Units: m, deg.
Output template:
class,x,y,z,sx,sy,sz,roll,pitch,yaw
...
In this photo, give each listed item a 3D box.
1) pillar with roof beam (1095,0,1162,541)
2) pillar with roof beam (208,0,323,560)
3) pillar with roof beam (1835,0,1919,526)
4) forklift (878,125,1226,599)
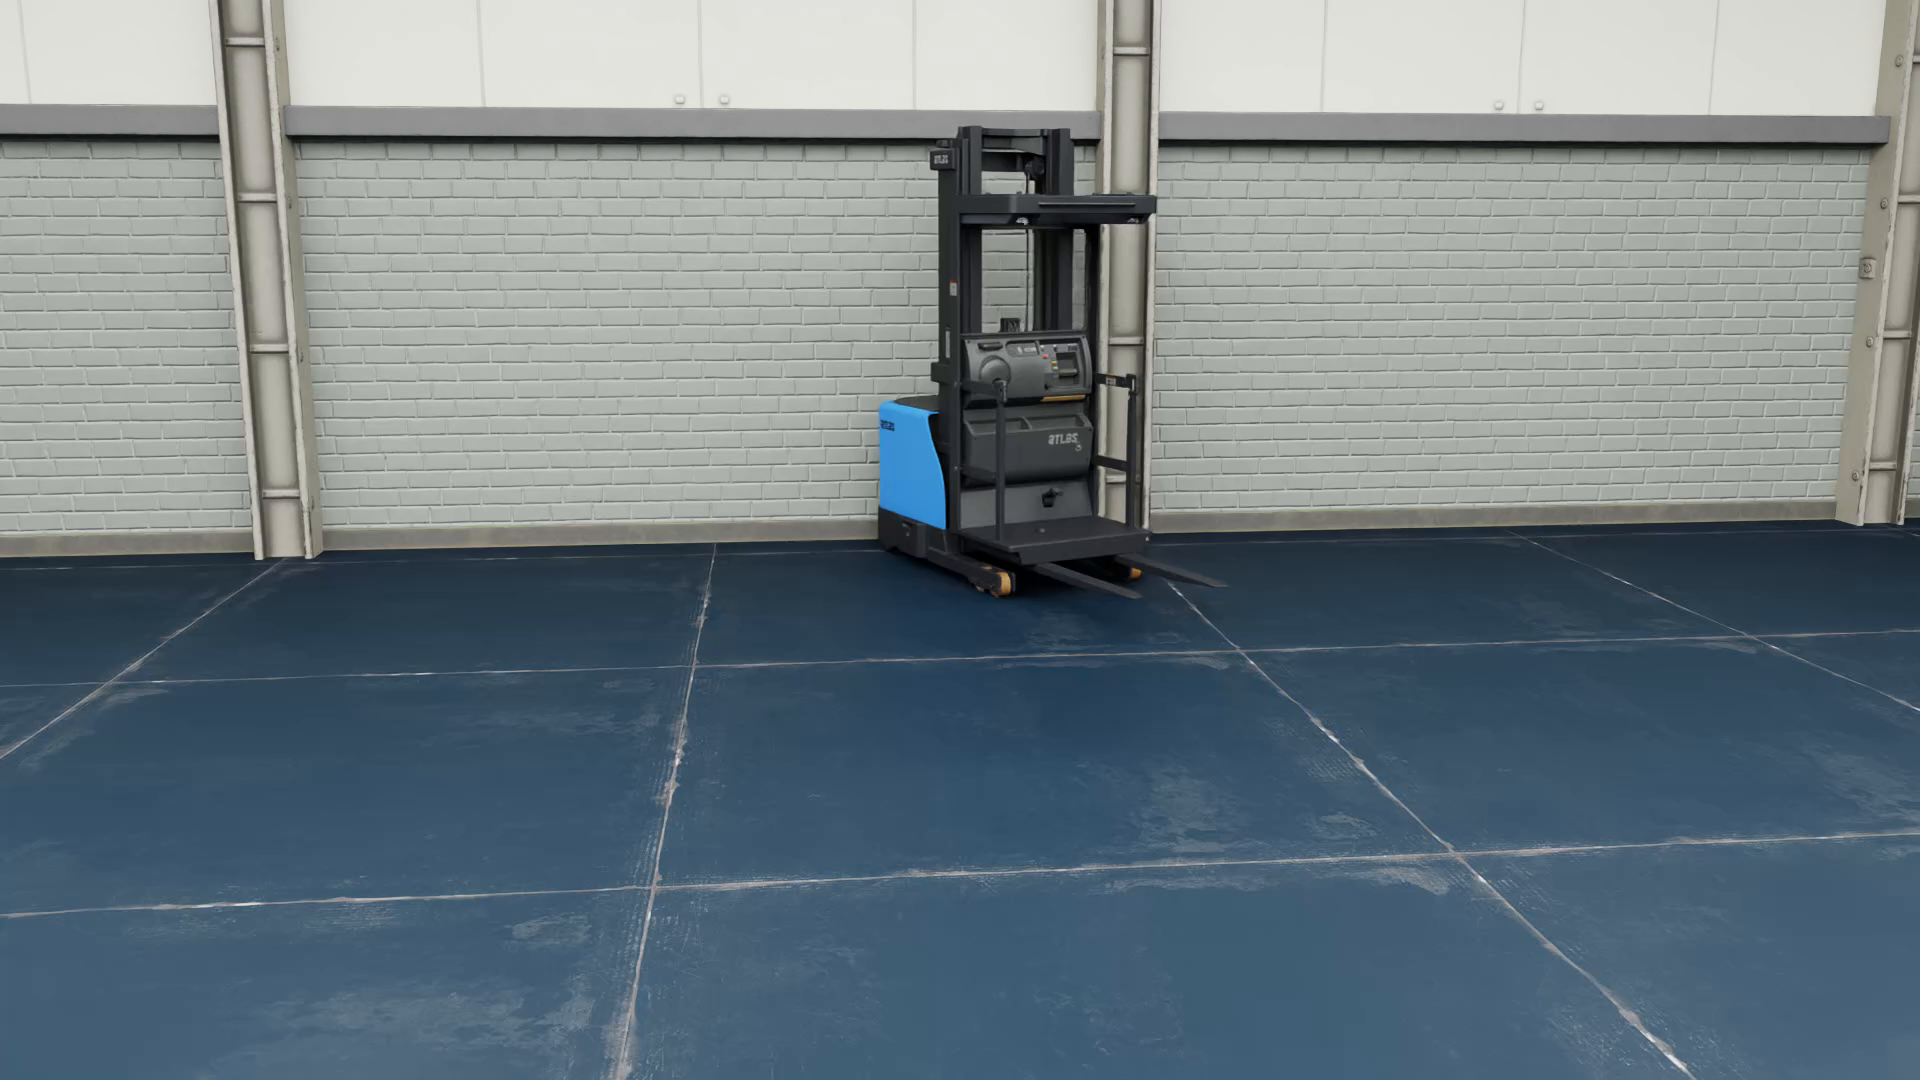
class,x,y,z,sx,sy,sz,roll,pitch,yaw
pillar with roof beam,1.660,-3.611,7.407,0.400,9.000,9.100,-1,11,-6
pillar with roof beam,-4.305,-3.486,6.771,0.400,9.000,9.100,-1,11,-6
pillar with roof beam,7.625,-3.736,8.043,0.400,9.000,9.100,-1,11,-6
forklift,0.557,-1.174,10.740,1.130,2.935,3.031,-6,13,-28
